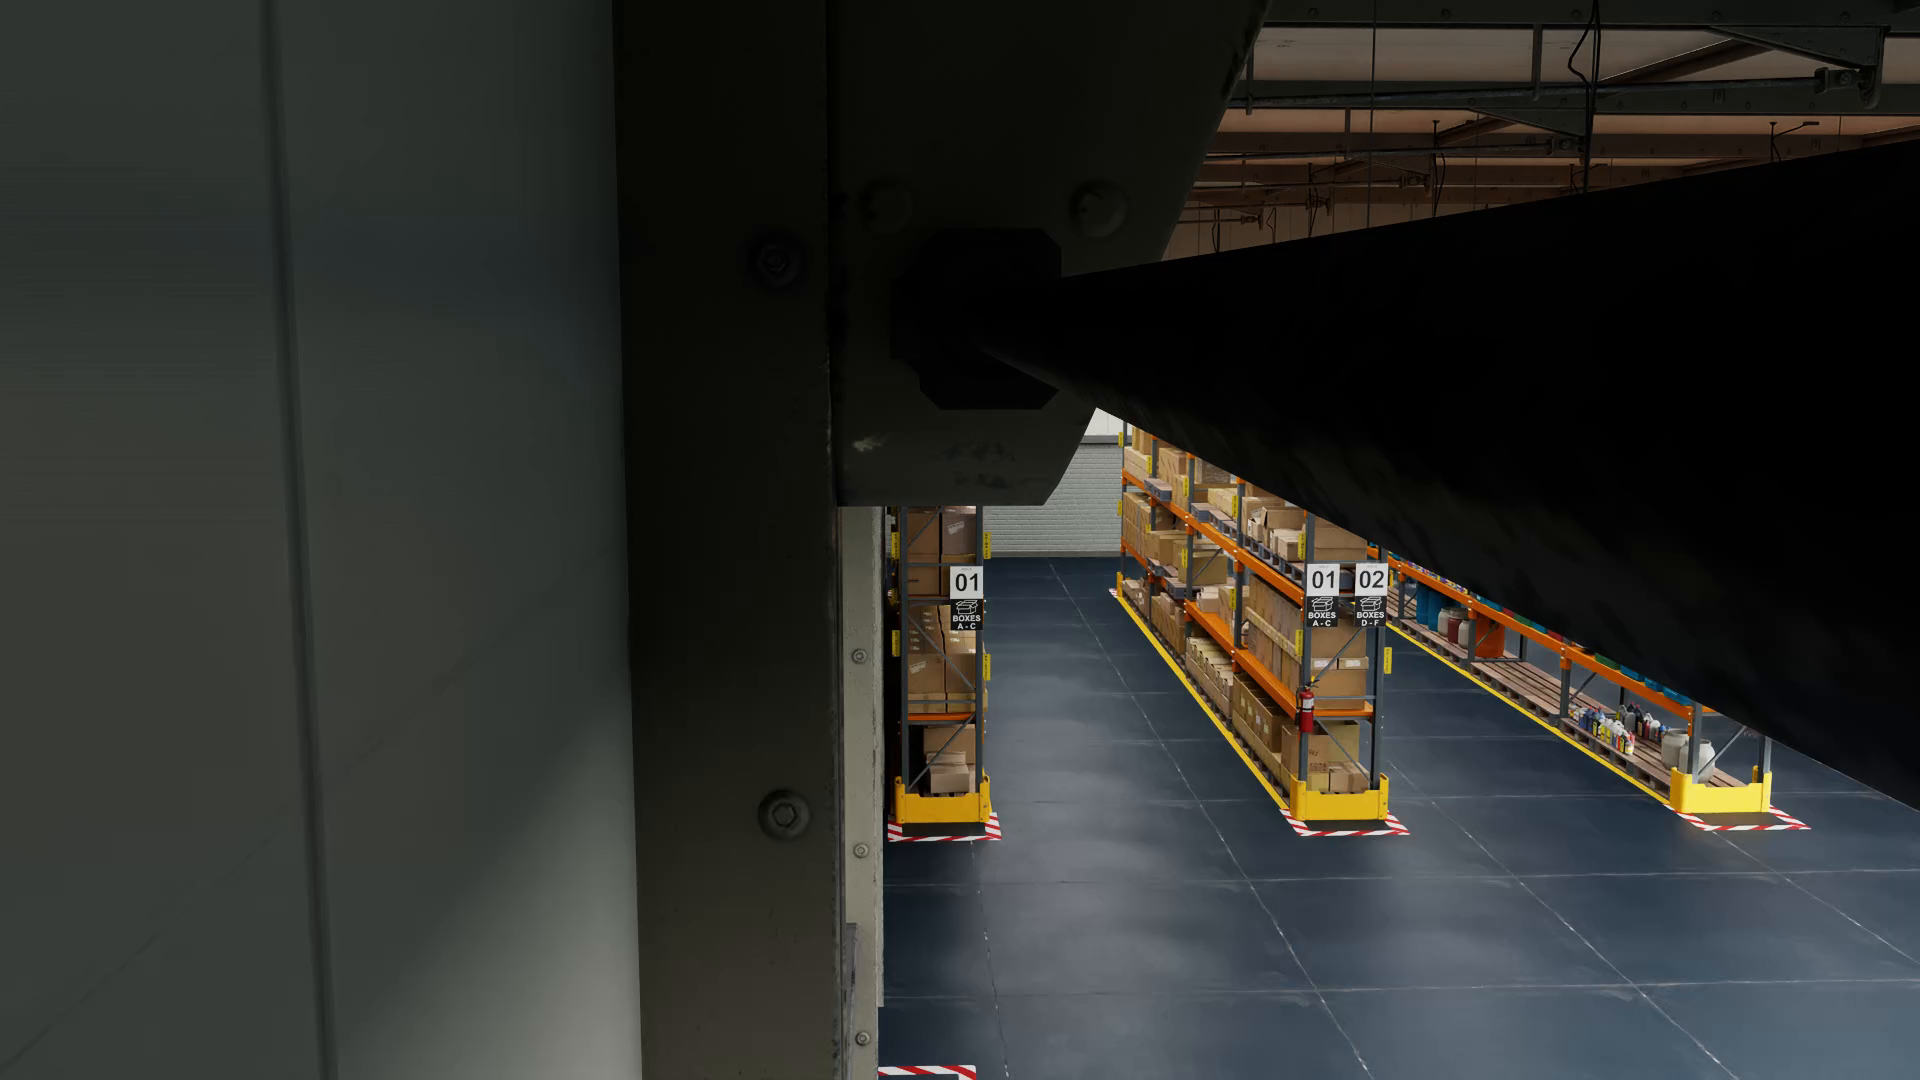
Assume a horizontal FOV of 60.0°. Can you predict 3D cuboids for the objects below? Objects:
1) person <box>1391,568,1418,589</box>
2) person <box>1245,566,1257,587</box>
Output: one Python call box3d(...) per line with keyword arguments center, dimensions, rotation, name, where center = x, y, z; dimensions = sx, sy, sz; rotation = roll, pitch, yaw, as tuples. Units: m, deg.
box3d(center=(9.985, 0.273, 37.375), dimensions=(0.787, 1.607, 0.562), rotation=(4, 9, 28), name="person")
box3d(center=(6.129, 0.617, 34.849), dimensions=(0.593, 1.661, 0.546), rotation=(-3, 8, -18), name="person")
